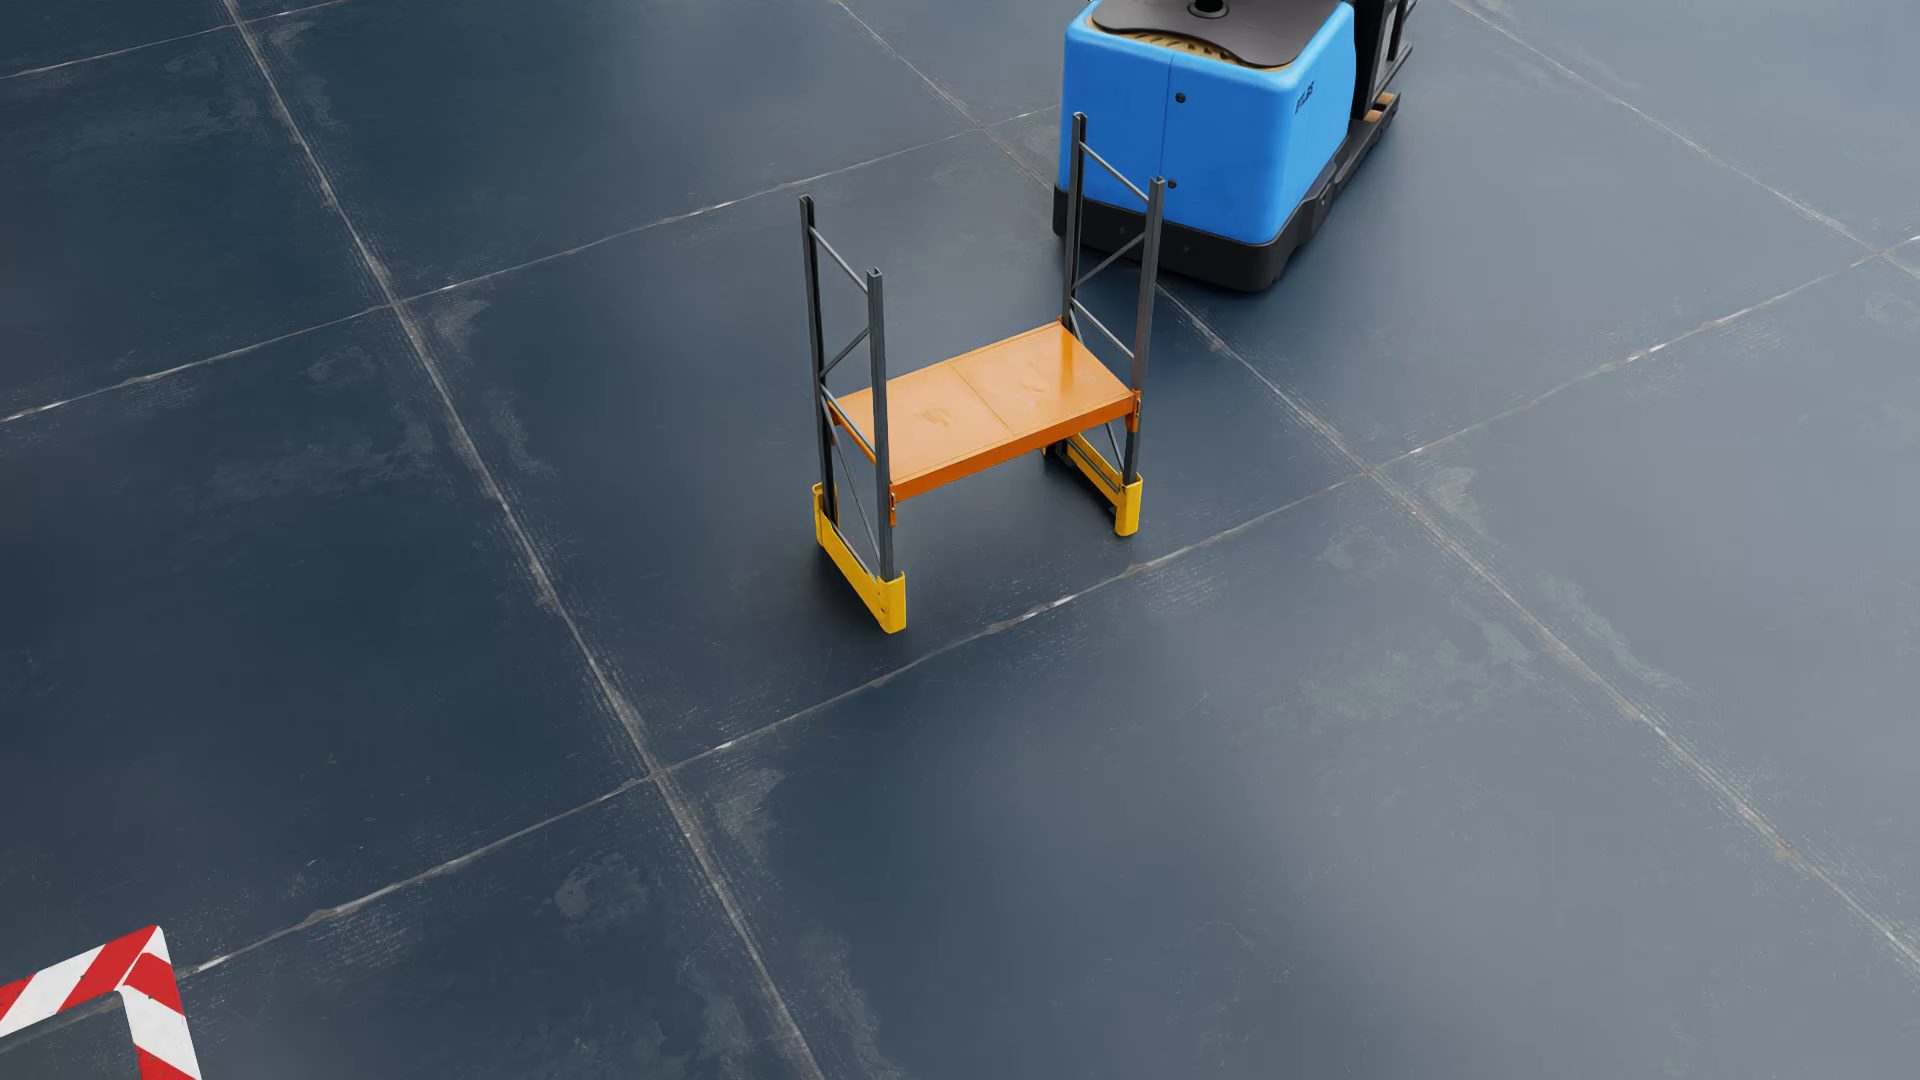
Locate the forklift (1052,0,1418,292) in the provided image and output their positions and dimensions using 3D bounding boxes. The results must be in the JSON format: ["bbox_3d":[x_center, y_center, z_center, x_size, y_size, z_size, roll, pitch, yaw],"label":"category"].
[{"bbox_3d":[1.562,-3.159,7.401,1.130,2.935,3.031,20,48,20],"label":"forklift"}]

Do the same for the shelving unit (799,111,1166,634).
[{"bbox_3d":[0.066,-0.565,5.755,1.083,1.500,0.587,-22,48,-21],"label":"shelving unit"}]

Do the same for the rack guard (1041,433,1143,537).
[{"bbox_3d":[0.498,-0.289,6.368,0.087,0.250,0.587,-22,48,-21],"label":"rack guard"}]

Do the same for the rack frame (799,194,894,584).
[{"bbox_3d":[-0.367,-0.391,5.576,0.032,1.500,0.500,-22,48,-21],"label":"rack frame"}]

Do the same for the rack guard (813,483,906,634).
[{"bbox_3d":[-0.366,0.057,6.012,0.087,0.250,0.587,-22,48,-21],"label":"rack guard"}]

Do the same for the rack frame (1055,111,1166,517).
[{"bbox_3d":[0.515,-0.744,5.940,0.032,1.500,0.500,-22,48,-21],"label":"rack frame"}]

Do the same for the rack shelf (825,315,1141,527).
[{"bbox_3d":[0.074,-0.439,5.883,1.000,0.185,0.538,-22,48,-21],"label":"rack shelf"}]
